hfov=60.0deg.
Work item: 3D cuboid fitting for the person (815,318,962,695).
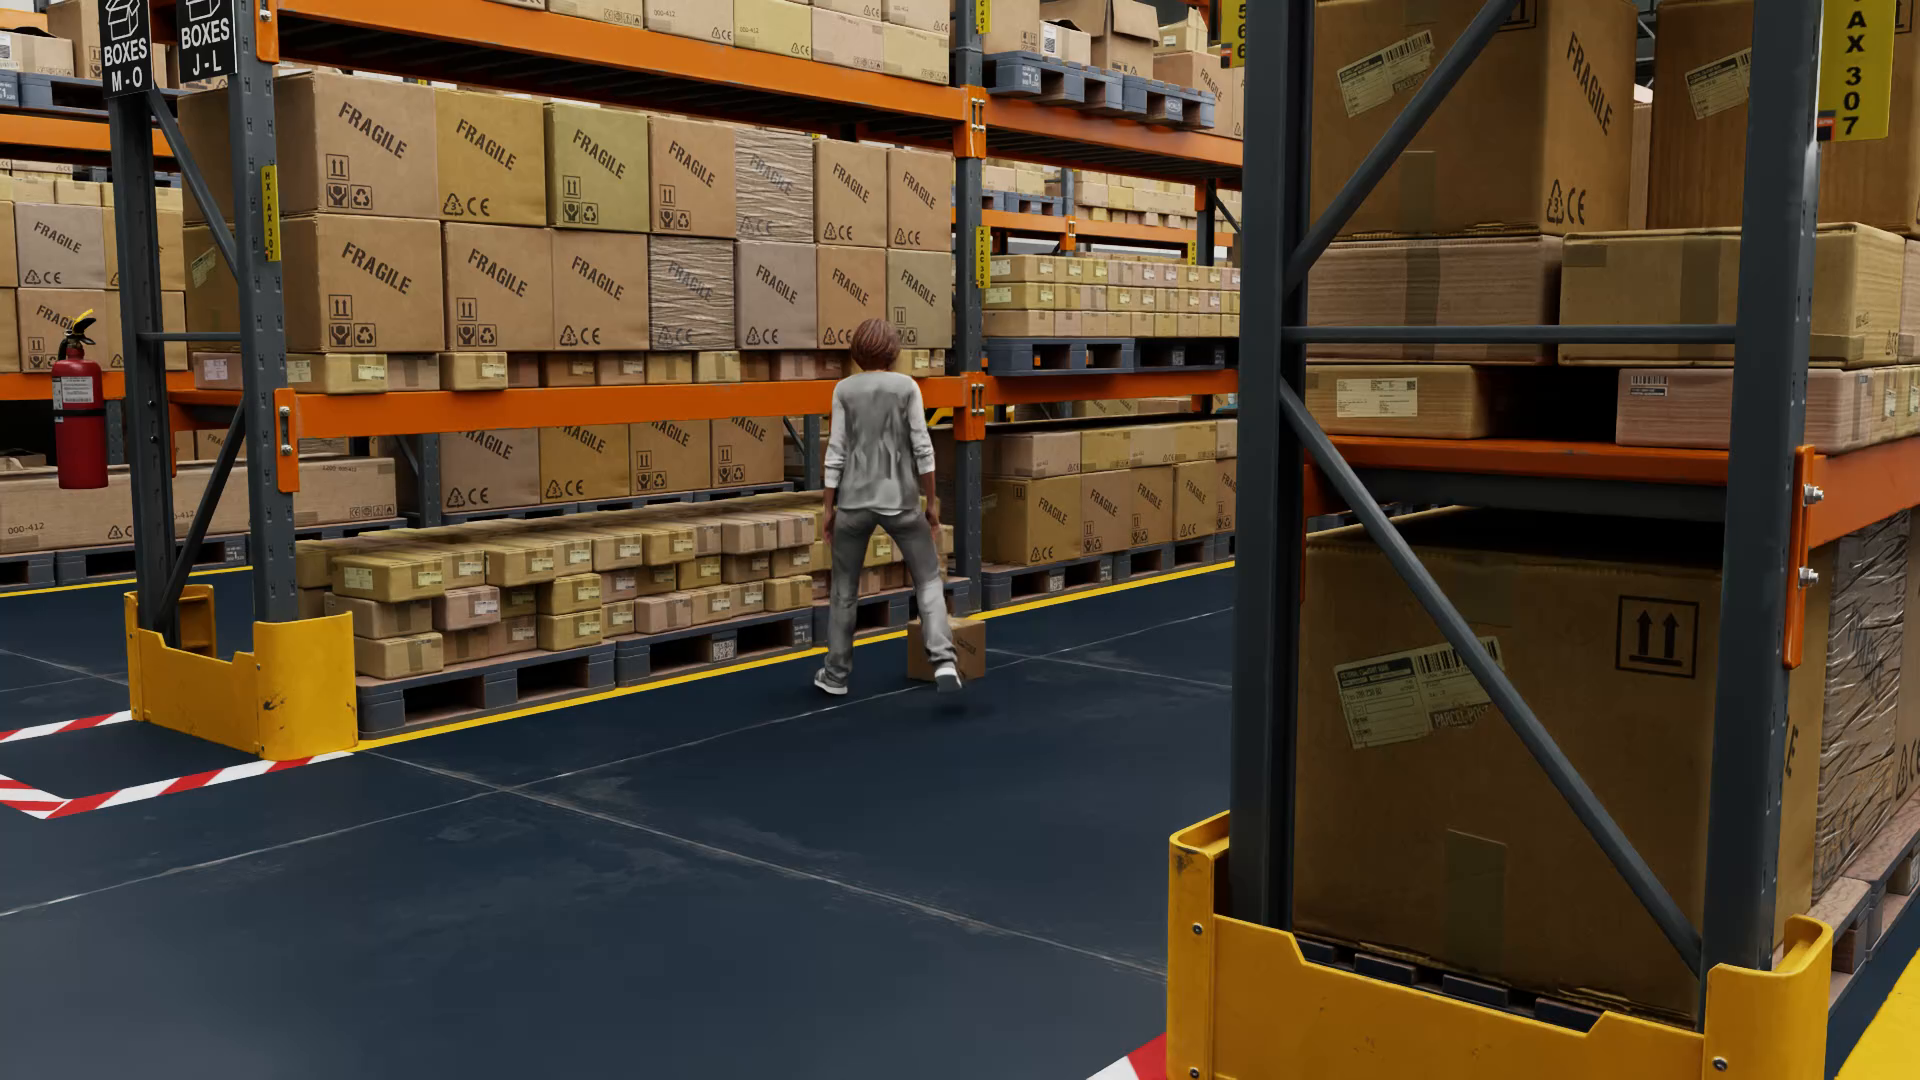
[{"bbox_3d":[-0.308,-0.120,6.855,0.625,1.571,0.629,0,7,-2],"label":"person"}]
